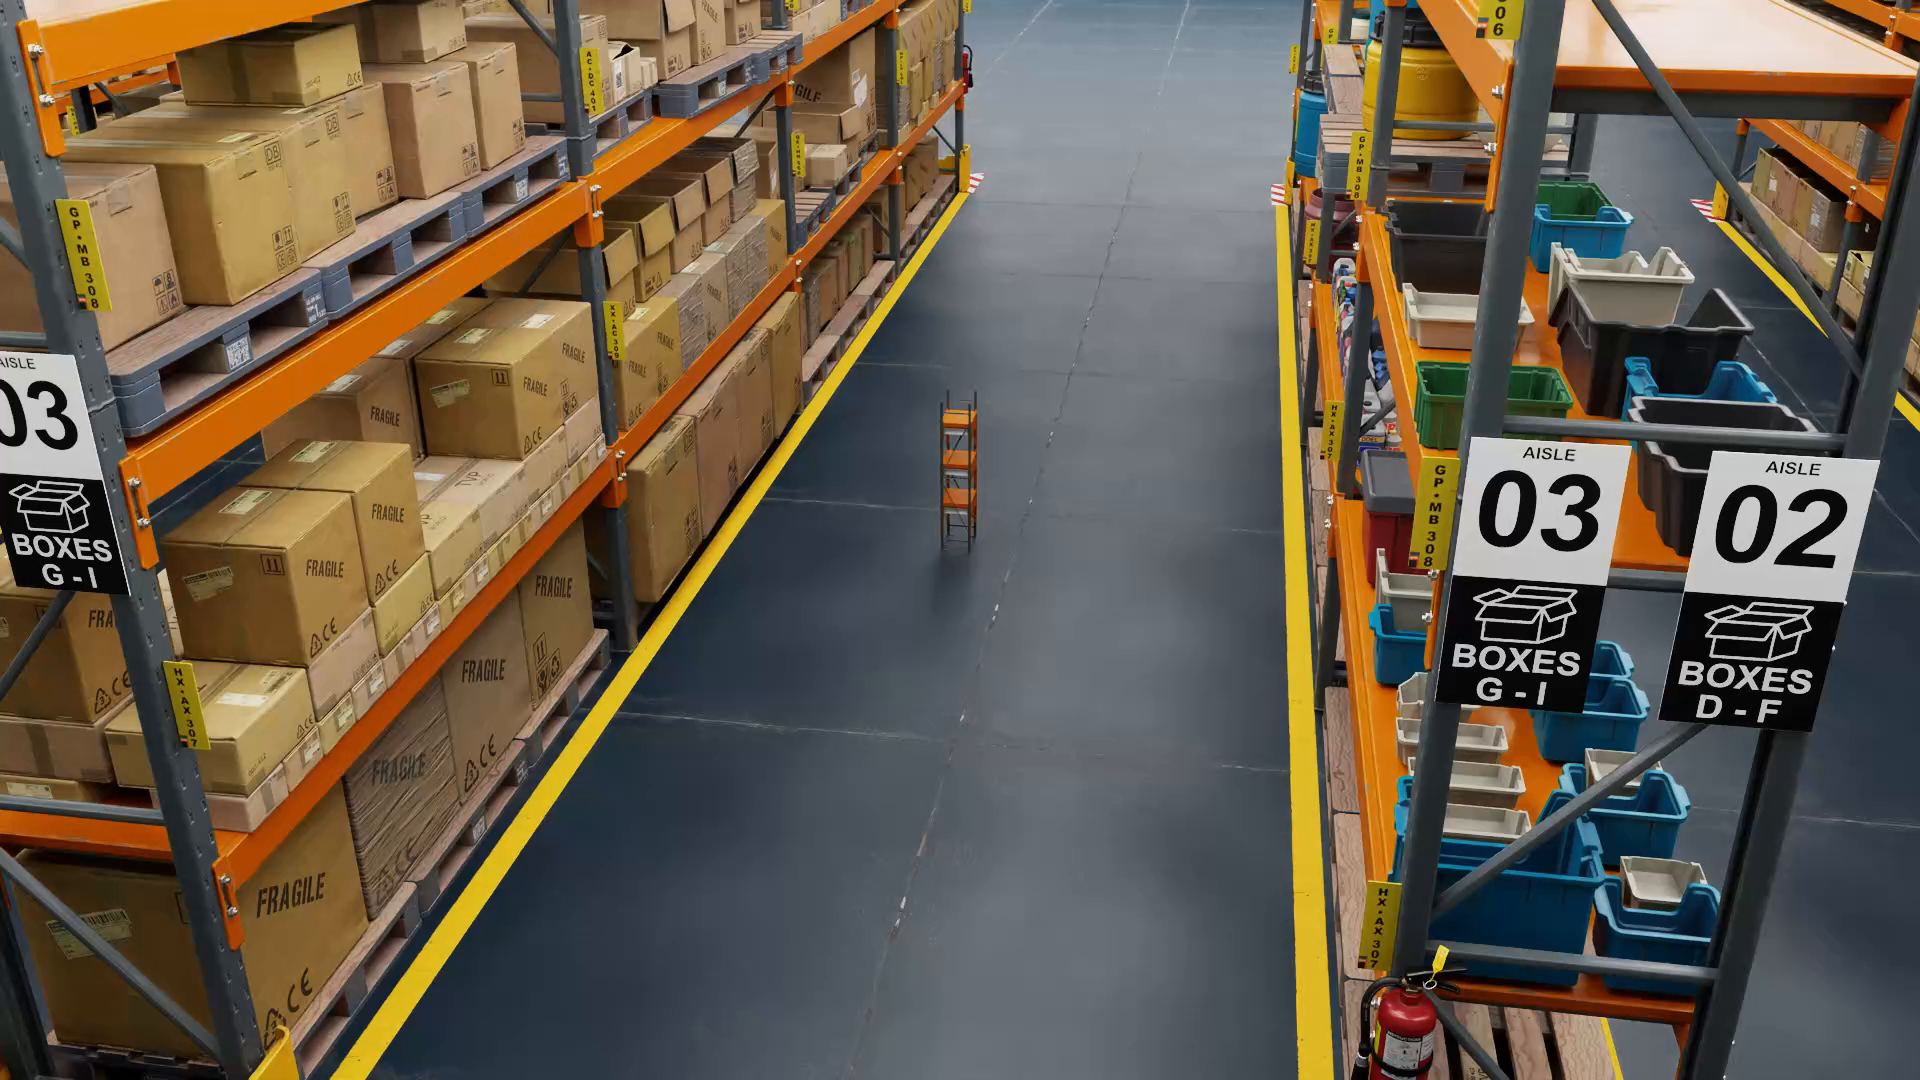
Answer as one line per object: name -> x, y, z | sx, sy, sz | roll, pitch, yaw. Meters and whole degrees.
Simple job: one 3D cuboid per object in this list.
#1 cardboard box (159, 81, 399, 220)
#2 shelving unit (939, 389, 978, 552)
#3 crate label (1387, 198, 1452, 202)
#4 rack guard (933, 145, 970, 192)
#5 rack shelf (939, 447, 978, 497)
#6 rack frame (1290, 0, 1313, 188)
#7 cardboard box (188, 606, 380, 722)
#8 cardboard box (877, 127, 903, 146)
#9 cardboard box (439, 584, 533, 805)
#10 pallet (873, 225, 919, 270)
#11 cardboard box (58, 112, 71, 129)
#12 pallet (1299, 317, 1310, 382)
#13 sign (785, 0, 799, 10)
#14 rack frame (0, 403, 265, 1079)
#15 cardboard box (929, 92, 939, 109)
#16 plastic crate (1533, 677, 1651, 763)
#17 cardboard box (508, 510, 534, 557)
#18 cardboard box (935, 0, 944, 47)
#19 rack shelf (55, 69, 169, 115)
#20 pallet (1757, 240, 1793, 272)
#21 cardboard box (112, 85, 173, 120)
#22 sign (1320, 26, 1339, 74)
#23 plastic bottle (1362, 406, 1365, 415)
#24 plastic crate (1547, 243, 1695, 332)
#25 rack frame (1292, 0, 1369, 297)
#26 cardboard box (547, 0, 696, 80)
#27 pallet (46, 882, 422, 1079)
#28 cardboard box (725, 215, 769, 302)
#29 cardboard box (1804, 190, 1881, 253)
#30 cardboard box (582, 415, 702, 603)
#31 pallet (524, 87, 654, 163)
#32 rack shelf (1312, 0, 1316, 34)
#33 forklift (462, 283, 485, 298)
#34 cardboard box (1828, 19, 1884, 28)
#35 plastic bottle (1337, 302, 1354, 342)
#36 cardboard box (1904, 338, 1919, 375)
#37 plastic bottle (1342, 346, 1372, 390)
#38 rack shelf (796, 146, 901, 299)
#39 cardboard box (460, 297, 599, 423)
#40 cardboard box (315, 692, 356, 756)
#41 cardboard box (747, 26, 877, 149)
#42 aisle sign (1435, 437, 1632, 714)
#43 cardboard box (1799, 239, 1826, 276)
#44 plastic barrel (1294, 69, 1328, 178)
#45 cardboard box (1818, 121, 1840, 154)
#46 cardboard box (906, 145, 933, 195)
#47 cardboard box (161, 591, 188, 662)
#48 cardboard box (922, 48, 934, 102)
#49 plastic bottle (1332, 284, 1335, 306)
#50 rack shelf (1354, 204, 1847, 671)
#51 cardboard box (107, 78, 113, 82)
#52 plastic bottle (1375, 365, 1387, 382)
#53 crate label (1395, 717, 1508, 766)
cardboard box -> -2.807, -1.617, 6.897 | 0.700, 0.500, 0.500 | 5, 26, 11
shelving unit -> -0.009, -0.453, 10.980 | 0.215, 1.050, 0.252 | 4, 25, 9
crate label -> 2.101, -1.454, 7.591 | 0.293, 0.136, 0.466 | 4, 25, 9
rack guard -> -0.471, -4.598, 20.483 | 1.175, 0.500, 0.348 | 4, 25, 9
rack shelf -> -0.009, -0.444, 10.984 | 0.215, 0.259, 0.240 | 4, 25, 9
rack frame -> 4.427, -5.418, 19.287 | 1.000, 3.000, 0.127 | 4, 25, 9
cardboard box -> -2.651, 0.464, 6.547 | 0.500, 0.250, 0.500 | 4, 25, 8
cardboard box -> -0.781, -4.044, 16.647 | 0.380, 0.149, 0.250 | 4, 25, 9
cardboard box -> -2.754, 0.676, 8.278 | 0.875, 0.875, 0.875 | 4, 25, 9
pallet -> -1.038, -3.109, 17.643 | 1.003, 0.211, 1.213 | 4, 25, 9
cardboard box -> -10.365, -4.845, 19.160 | 0.380, 0.149, 0.250 | 5, 26, 11
pallet -> 3.486, -1.640, 14.504 | 1.003, 0.211, 1.213 | 4, 25, 9
sign -> -1.220, -4.002, 12.021 | 0.100, 0.325, 0.005 | 4, 25, 9
rack frame -> -3.074, 0.930, 5.724 | 1.000, 3.000, 0.127 | 4, 25, 9
cardboard box -> -0.444, -4.880, 18.433 | 0.380, 0.149, 0.250 | 4, 25, 9
plastic crate -> 2.393, 0.691, 6.362 | 0.416, 0.233, 0.300 | 4, 25, 9
cardboard box -> -2.315, -0.048, 8.111 | 0.380, 0.149, 0.250 | 4, 25, 10
cardboard box -> -0.465, -5.729, 18.302 | 0.500, 0.500, 0.500 | 4, 25, 9
rack shelf -> -10.563, -5.286, 19.853 | 1.077, 0.370, 4.000 | 4, 25, 9
pallet -> 9.028, -2.979, 17.366 | 1.003, 0.211, 1.213 | 4, 25, 9
cardboard box -> -6.560, -3.487, 13.863 | 0.700, 0.500, 0.500 | 4, 25, 8
sign -> 2.576, -3.419, 11.601 | 0.100, 0.325, 0.005 | 4, 25, 9
plastic bottle -> 2.204, -0.634, 9.203 | 0.061, 0.283, 0.133 | 4, 25, 9
plastic crate -> 2.479, -0.937, 6.315 | 0.437, 0.282, 0.530 | 4, 25, 9
rack frame -> 3.774, -3.745, 15.713 | 1.000, 3.000, 0.127 | 4, 25, 9
cardboard box -> -2.079, -3.155, 10.297 | 0.797, 0.503, 0.637 | 4, 25, 8
pallet -> -3.020, 1.853, 7.042 | 1.003, 0.211, 1.213 | 4, 25, 9
cardboard box -> -1.690, -2.029, 11.929 | 0.500, 0.500, 0.500 | 4, 25, 8
cardboard box -> 8.613, -3.103, 16.204 | 0.500, 0.500, 0.500 | 4, 25, 9
cardboard box -> -2.335, -0.240, 10.235 | 1.225, 0.875, 0.875 | 4, 25, 9
pallet -> -2.319, -2.401, 9.530 | 0.805, 0.209, 1.217 | 3, 25, 6
rack shelf -> 4.100, -5.615, 17.017 | 1.077, 0.370, 4.000 | 4, 25, 9
forklift -> -4.176, -2.404, 12.929 | 1.130, 2.935, 3.031 | 4, 25, 8
cardboard box -> 8.972, -4.849, 16.423 | 0.700, 0.500, 0.500 | 4, 25, 9
plastic bottle -> 2.533, -1.422, 10.902 | 0.097, 0.271, 0.097 | 0, 25, 0
cardboard box -> 8.099, -1.551, 13.773 | 0.500, 0.250, 0.500 | 5, 25, 10
plastic bottle -> 2.414, -1.048, 10.096 | 0.152, 0.276, 0.135 | 4, 25, 9
rack shelf -> -1.440, -2.926, 14.812 | 1.077, 0.370, 4.000 | 4, 25, 9
cardboard box -> -2.232, -0.938, 8.658 | 0.500, 0.500, 0.500 | 5, 25, 10
cardboard box -> -2.608, 0.704, 6.504 | 0.380, 0.149, 0.250 | 3, 25, 7
cardboard box -> -1.381, -4.228, 15.541 | 1.000, 1.000, 1.000 | 4, 25, 9
aisle sign -> 1.512, 0.106, 4.419 | 0.394, 0.787, 0.004 | 4, 25, 9
cardboard box -> 8.611, -2.763, 16.363 | 0.500, 0.250, 0.500 | 4, 25, 9
plastic barrel -> 3.412, -3.832, 15.307 | 0.600, 0.901, 0.708 | 4, 25, 9
cardboard box -> 8.892, -4.063, 16.273 | 0.700, 0.500, 0.500 | 4, 25, 9
cardboard box -> -0.642, -4.307, 19.367 | 0.500, 0.500, 0.500 | 11, 27, 22
cardboard box -> -3.173, 0.430, 6.618 | 0.500, 0.250, 0.500 | 4, 25, 8
cardboard box -> -0.757, -5.082, 18.099 | 0.875, 0.500, 0.500 | 4, 25, 9
plastic bottle -> 2.668, -1.737, 11.656 | 0.097, 0.201, 0.097 | 0, 25, 0
rack shelf -> 2.139, -0.596, 6.295 | 1.077, 0.370, 4.000 | 4, 25, 9
cardboard box -> -10.355, -5.525, 19.812 | 0.380, 0.149, 0.250 | 4, 25, 9
plastic bottle -> 2.480, -0.891, 9.768 | 0.097, 0.271, 0.097 | 0, 25, 0
crate label -> 1.850, 0.774, 6.299 | 0.396, 0.136, 0.243 | 4, 25, 9
